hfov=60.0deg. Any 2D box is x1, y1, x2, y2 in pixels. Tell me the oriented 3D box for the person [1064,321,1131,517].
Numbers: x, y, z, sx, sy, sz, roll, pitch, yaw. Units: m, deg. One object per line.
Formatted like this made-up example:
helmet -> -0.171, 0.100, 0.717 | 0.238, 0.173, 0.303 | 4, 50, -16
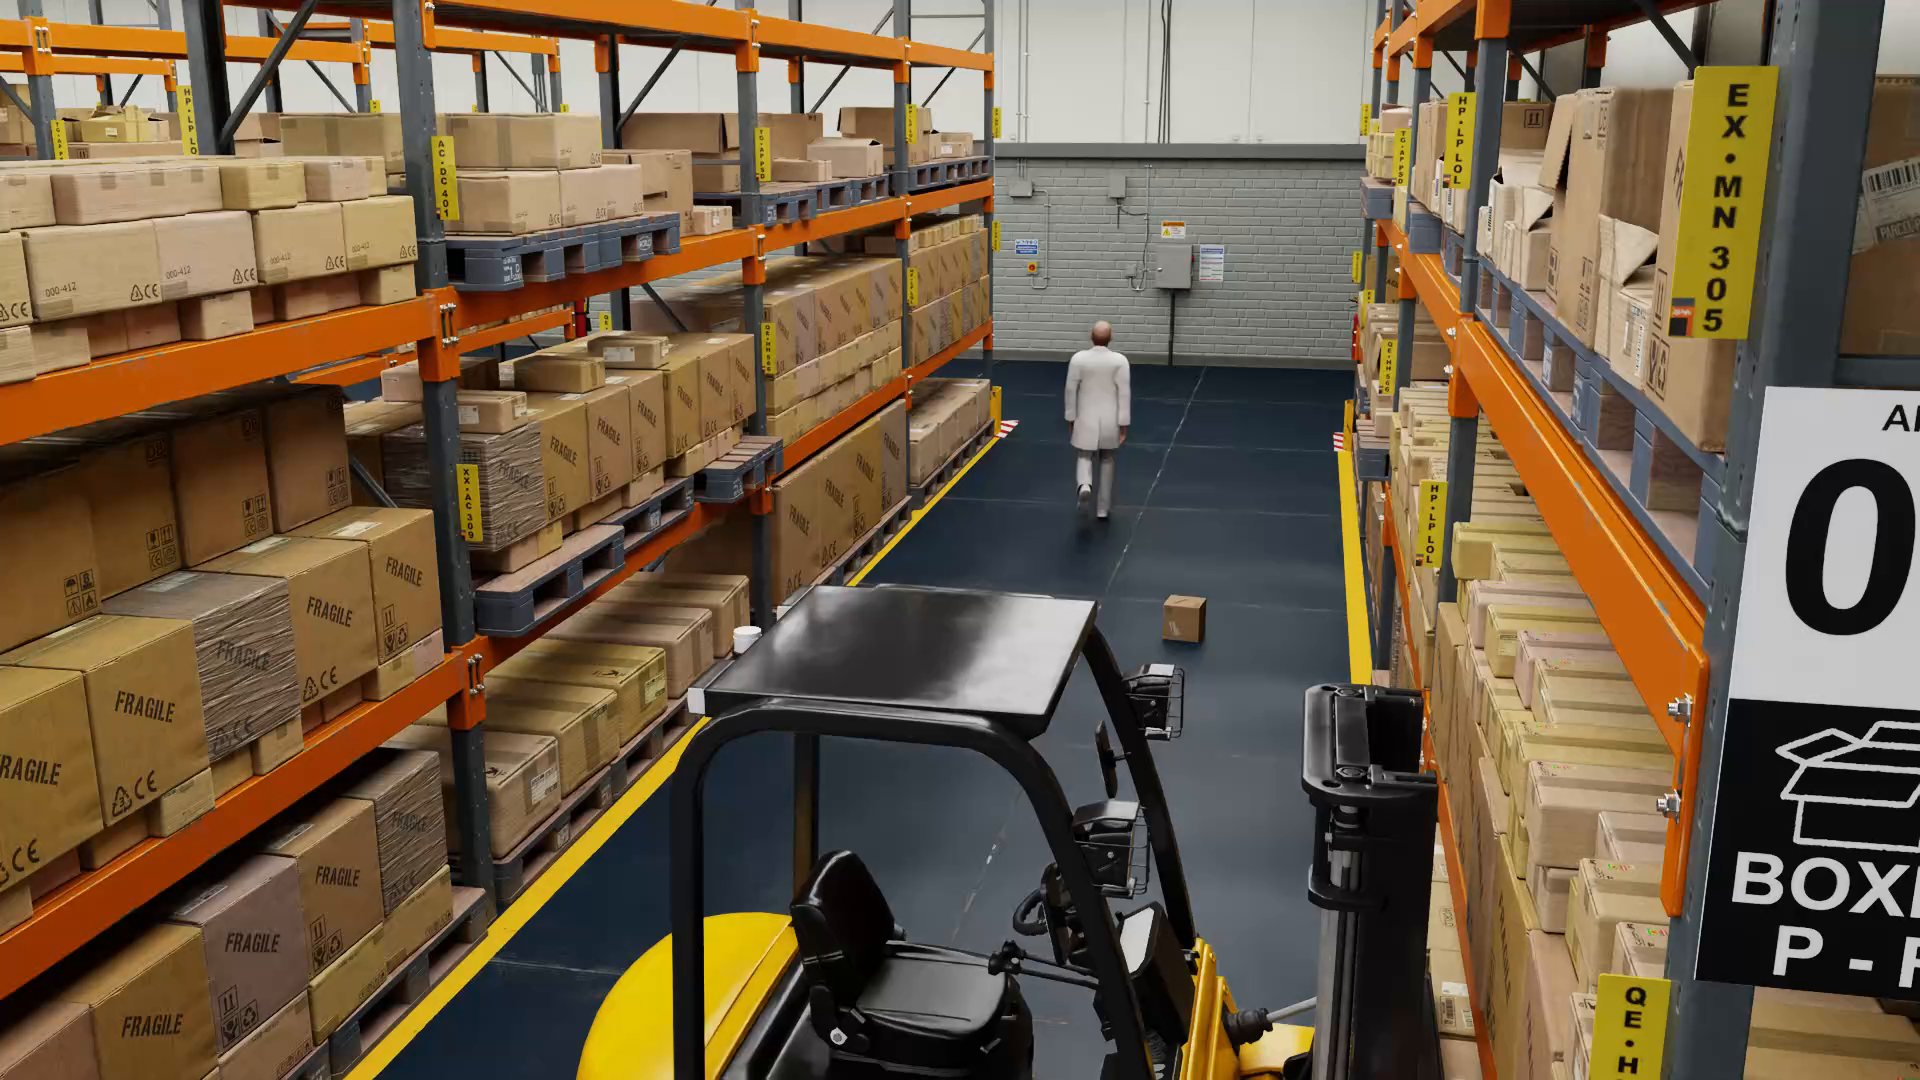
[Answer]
person -> 1.198, -1.037, 14.520 | 0.580, 1.750, 0.820 | 2, 15, 7
